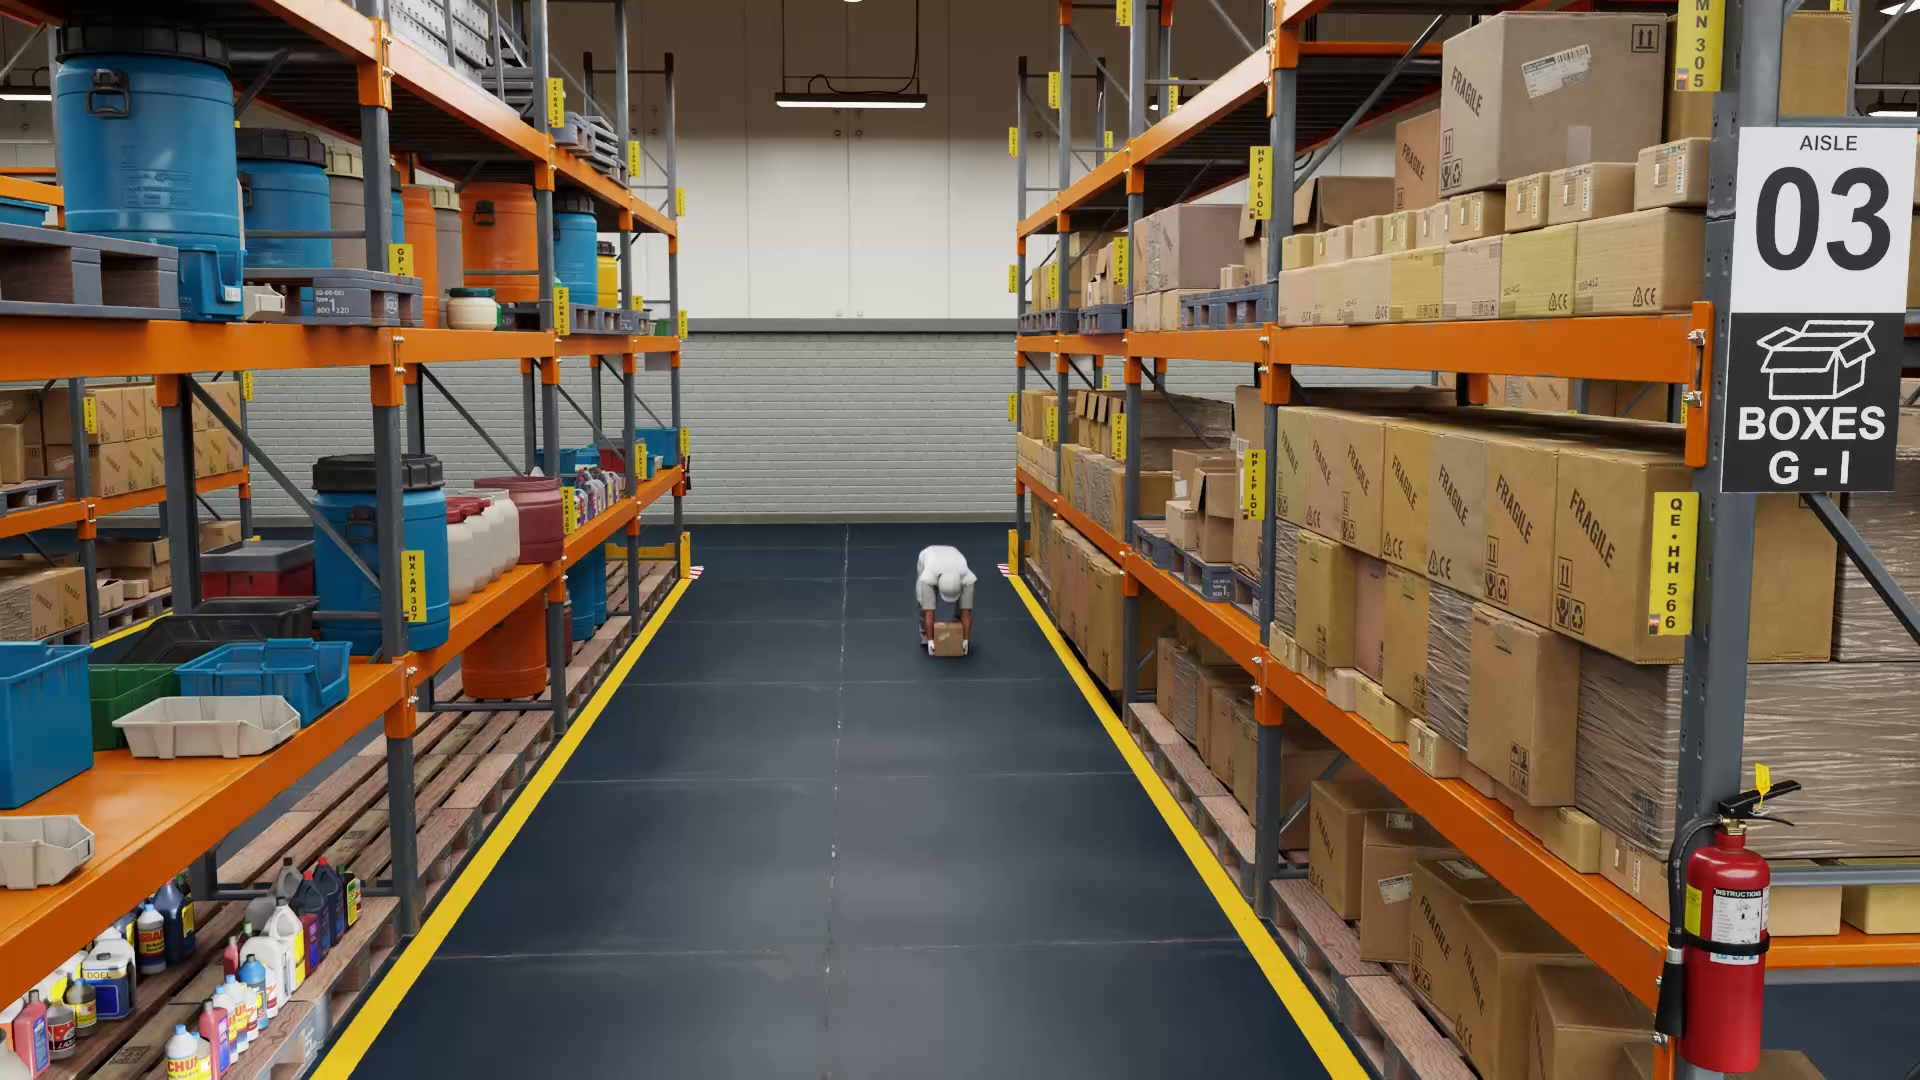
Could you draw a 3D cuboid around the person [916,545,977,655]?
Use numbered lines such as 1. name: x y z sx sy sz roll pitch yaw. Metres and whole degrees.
1. person: -0.127 0.527 14.984 0.536 0.917 0.986 -1 7 -6
